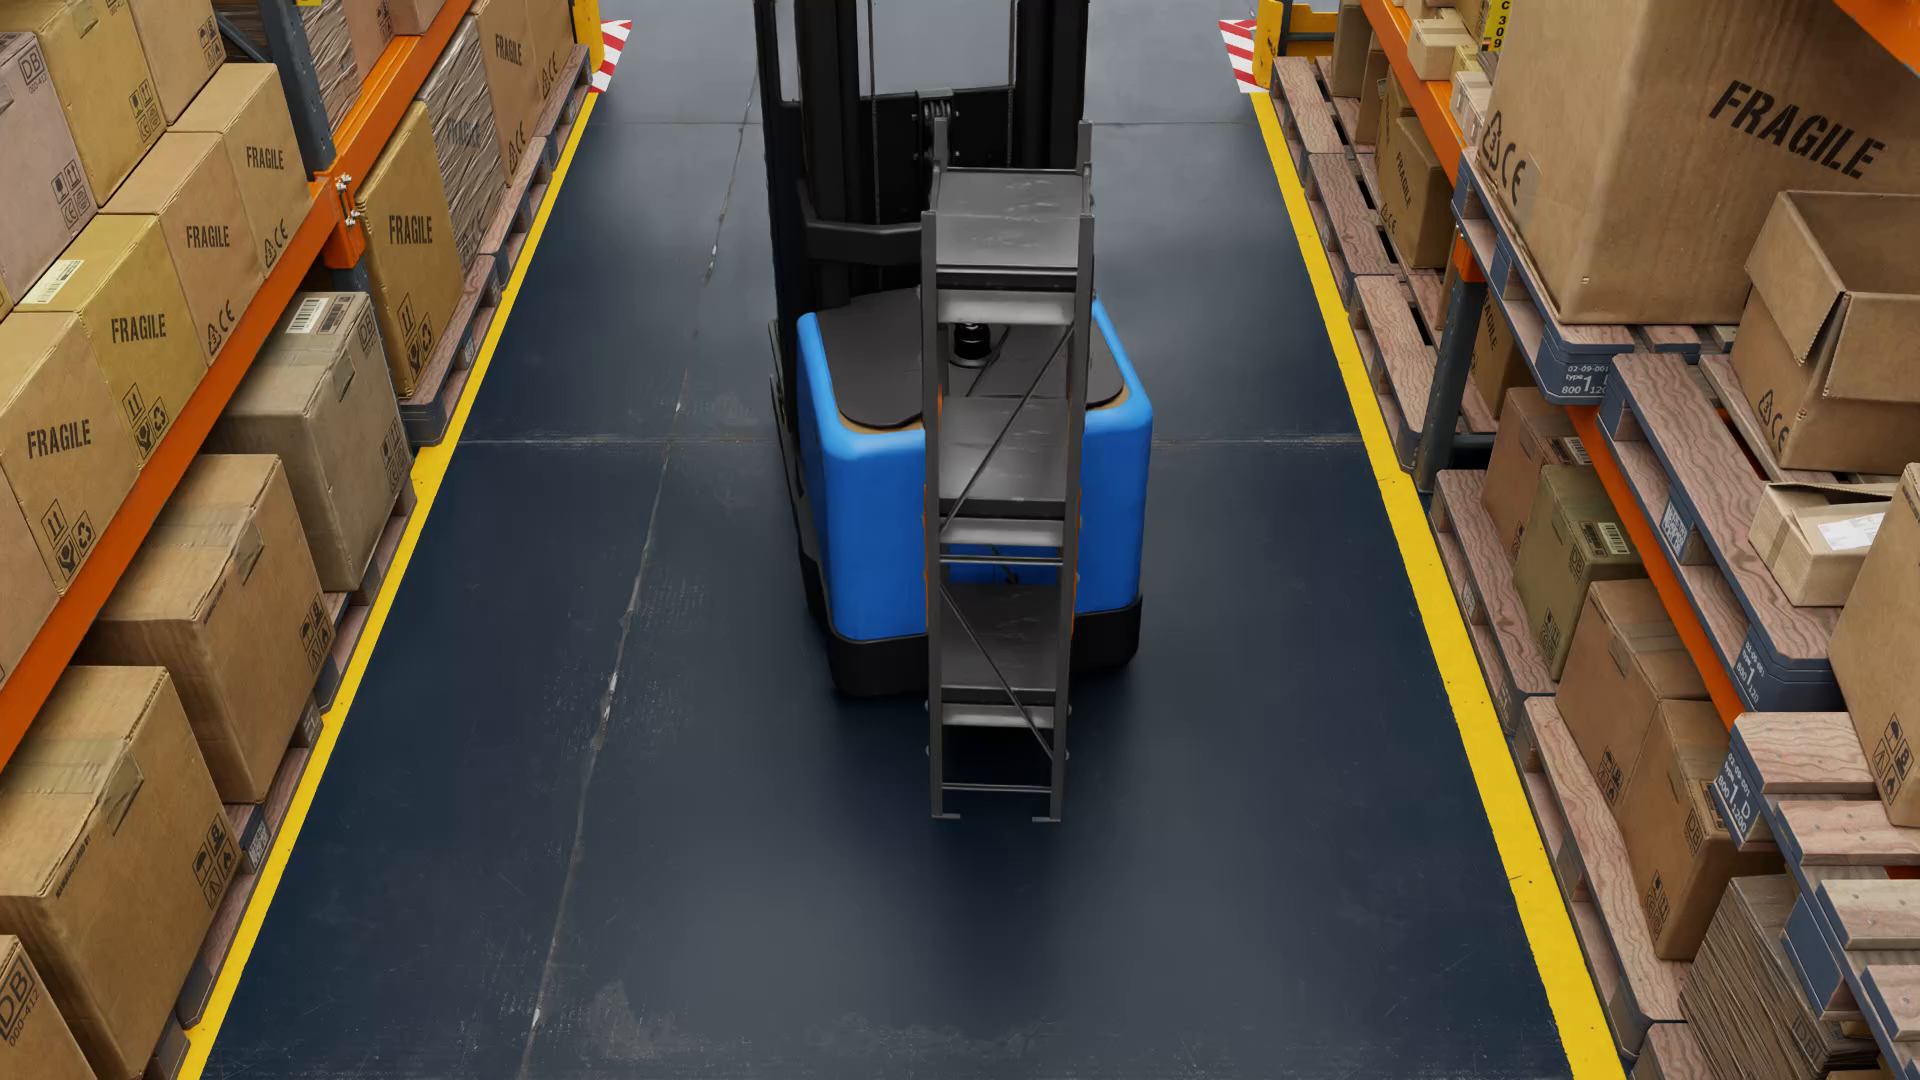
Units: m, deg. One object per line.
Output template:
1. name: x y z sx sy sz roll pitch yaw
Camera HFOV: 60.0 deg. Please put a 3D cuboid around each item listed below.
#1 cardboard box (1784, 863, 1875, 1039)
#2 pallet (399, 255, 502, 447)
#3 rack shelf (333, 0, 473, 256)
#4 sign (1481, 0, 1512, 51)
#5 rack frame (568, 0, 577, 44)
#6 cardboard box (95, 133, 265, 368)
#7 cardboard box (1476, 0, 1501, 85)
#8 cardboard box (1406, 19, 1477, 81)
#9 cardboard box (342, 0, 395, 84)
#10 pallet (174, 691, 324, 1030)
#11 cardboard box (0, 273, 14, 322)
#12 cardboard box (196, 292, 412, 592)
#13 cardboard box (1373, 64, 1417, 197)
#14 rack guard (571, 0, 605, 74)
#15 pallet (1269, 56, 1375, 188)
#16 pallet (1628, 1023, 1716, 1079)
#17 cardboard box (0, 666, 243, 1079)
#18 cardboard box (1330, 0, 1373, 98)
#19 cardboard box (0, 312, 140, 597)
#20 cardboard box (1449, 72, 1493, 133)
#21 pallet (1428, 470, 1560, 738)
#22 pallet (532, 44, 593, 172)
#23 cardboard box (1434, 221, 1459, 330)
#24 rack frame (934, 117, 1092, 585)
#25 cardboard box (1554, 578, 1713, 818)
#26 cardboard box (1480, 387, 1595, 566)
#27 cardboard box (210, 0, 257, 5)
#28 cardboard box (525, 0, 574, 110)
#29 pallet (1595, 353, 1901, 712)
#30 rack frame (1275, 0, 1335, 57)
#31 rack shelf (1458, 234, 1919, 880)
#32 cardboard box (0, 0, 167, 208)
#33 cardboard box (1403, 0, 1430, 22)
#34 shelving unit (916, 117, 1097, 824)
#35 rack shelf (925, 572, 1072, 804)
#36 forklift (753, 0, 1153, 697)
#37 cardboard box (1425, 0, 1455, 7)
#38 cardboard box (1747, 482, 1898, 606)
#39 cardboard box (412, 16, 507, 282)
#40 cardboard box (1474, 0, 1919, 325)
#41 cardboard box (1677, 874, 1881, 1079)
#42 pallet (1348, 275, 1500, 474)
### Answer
1. cardboard box: 2.247 0.877 3.804 0.500 0.250 0.500 4 39 5
2. pallet: -2.598 -0.832 7.119 1.003 0.211 1.213 0 39 0
3. rack shelf: -2.678 -2.414 7.439 1.077 0.370 4.000 0 39 0
4. sign: 1.742 -1.717 5.302 0.100 0.325 0.005 0 39 0
5. rack frame: -2.680 -3.946 8.775 1.000 3.000 0.127 0 39 0
6. cardboard box: -2.407 -0.841 4.821 0.500 0.500 0.500 0 39 -1
7. cardboard box: 2.346 -1.821 5.806 0.875 0.500 0.500 0 39 0
8. cardboard box: 1.947 -1.890 6.411 0.380 0.149 0.250 0 39 0
9. cardboard box: -2.711 -2.078 6.324 0.875 0.550 0.550 0 39 0
10. pallet: -2.595 0.891 4.969 1.003 0.211 1.213 0 39 0
11. cardboard box: -2.667 -0.610 3.733 0.700 0.500 0.500 0 39 0
12. cardboard box: -2.585 -0.342 5.742 1.050 0.750 0.750 0 39 0
13. cardboard box: 2.280 -1.919 7.909 0.500 0.500 0.500 3 39 4
14. rack guard: -2.680 -2.985 9.576 1.175 0.500 0.348 0 39 0
15. pallet: 2.245 -2.242 8.879 1.003 0.211 1.213 0 39 0
16. pallet: 2.290 1.716 3.940 1.003 0.211 1.213 0 39 0
17. cardboard box: -2.586 0.843 4.262 1.050 0.750 0.750 1 39 1
18. cardboard box: 2.264 -2.684 8.864 0.500 0.500 0.500 7 39 8
19. cardboard box: -2.404 -0.208 4.031 0.500 0.500 0.500 0 39 -1
20. cardboard box: 1.999 -1.577 6.020 0.380 0.149 0.250 0 39 0
21. pallet: 2.287 0.190 5.844 1.003 0.211 1.213 0 39 0
22. pallet: -2.601 -2.358 9.023 1.003 0.211 1.213 0 39 0
23. cardboard box: 2.316 -1.182 6.989 0.500 0.500 0.500 12 40 14
24. rack frame: 0.135 -0.252 4.873 0.400 2.100 0.015 2 40 2
25. cardboard box: 2.246 0.451 4.935 0.700 0.500 0.500 -3 39 -4
26. cardboard box: 2.264 -0.197 5.744 0.700 0.500 0.500 -3 39 -4
27. cardboard box: -2.642 -2.155 5.557 0.875 0.550 0.550 0 39 0
28. cardboard box: -2.614 -2.857 8.779 0.875 0.875 0.875 0 39 0
29. pallet: 2.246 -0.046 4.063 1.003 0.211 1.213 0 39 0
30. rack frame: 2.280 -3.886 8.701 1.000 3.000 0.127 0 39 0
31. rack shelf: 2.287 0.147 4.244 1.077 0.370 4.000 0 39 0
32. cardboard box: -2.667 -1.241 4.521 0.700 0.500 0.500 -1 39 -1
33. cardboard box: 2.038 -2.203 6.801 0.380 0.149 0.250 0 39 0
34. shelving unit: 0.123 -0.097 4.685 0.431 2.100 0.503 2 40 2
35. rack shelf: 0.124 0.454 5.140 0.431 0.518 0.480 2 40 2
36. forklift: -0.169 -1.549 5.839 1.130 2.935 3.031 -7 39 -8
37. cardboard box: 2.279 -2.447 6.587 0.875 0.500 0.500 0 39 0
38. cardboard box: 2.017 -0.037 3.670 0.396 0.266 0.258 -1 39 -1
39. cardboard box: -2.611 -1.736 7.381 0.875 0.875 0.875 0 39 0
40. cardboard box: 2.145 -1.286 4.640 1.000 1.000 1.000 0 39 0
41. cardboard box: 2.255 1.155 4.058 0.700 0.500 0.500 -3 39 -4
42. pallet: 2.248 -0.717 6.975 1.003 0.211 1.213 0 39 0
